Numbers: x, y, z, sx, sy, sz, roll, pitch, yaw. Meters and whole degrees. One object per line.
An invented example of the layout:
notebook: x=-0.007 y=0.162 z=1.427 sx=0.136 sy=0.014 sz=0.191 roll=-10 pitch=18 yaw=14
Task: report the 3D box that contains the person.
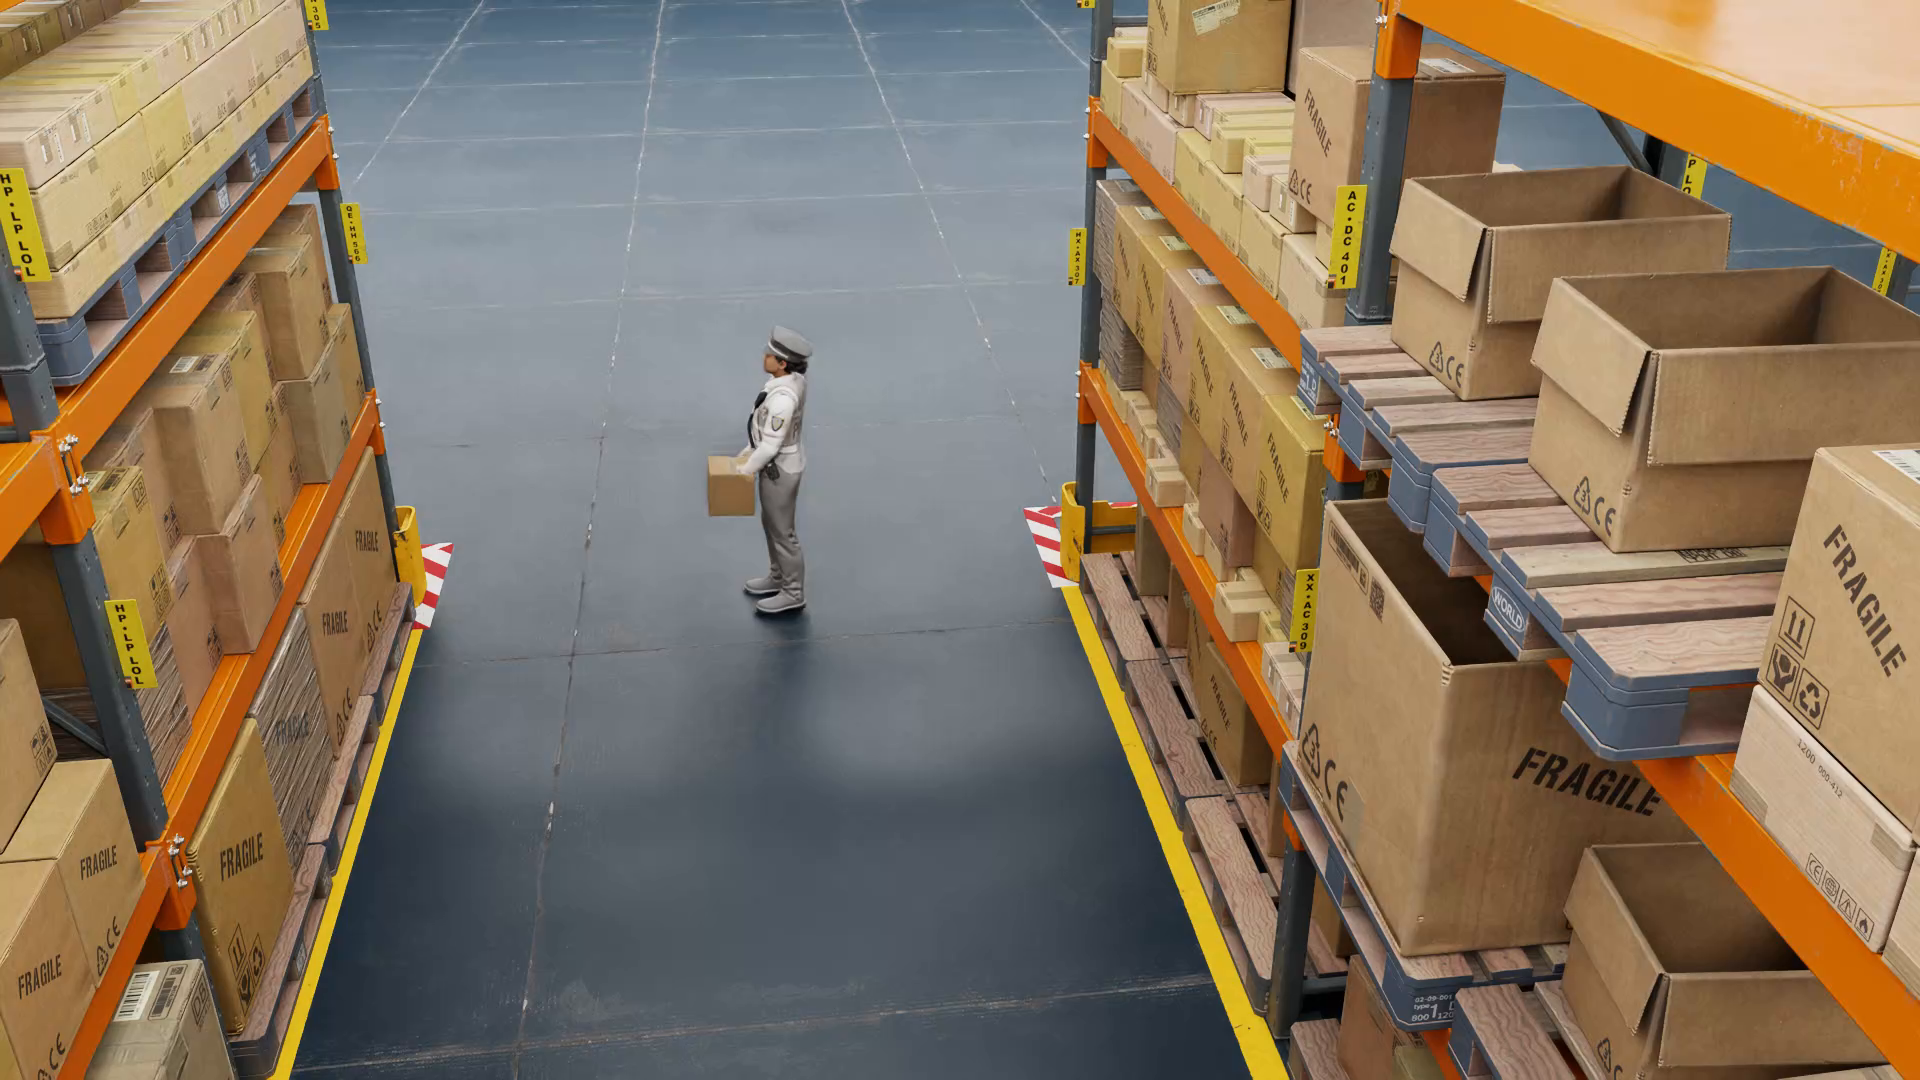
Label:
person: x=-1.035 y=-0.387 z=9.323 sx=0.486 sy=1.701 sz=0.493 roll=1 pitch=27 yaw=2
